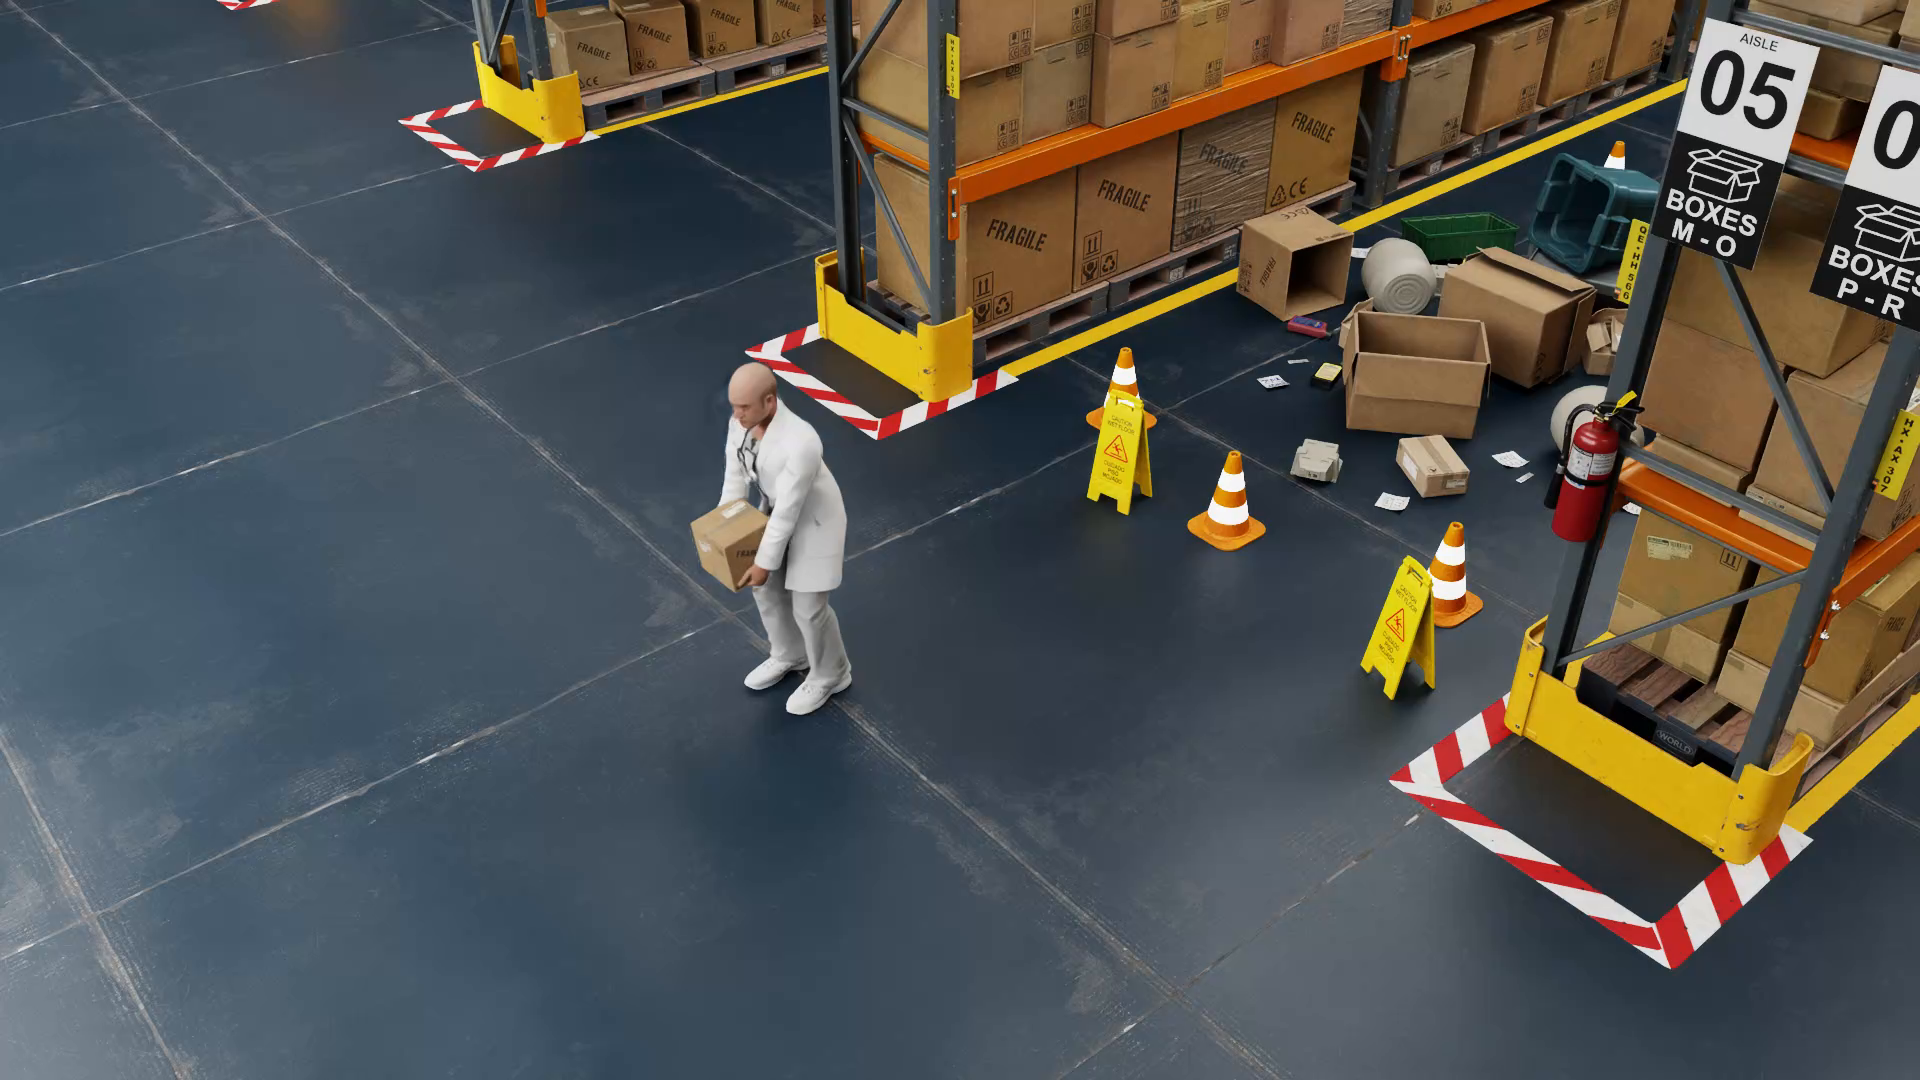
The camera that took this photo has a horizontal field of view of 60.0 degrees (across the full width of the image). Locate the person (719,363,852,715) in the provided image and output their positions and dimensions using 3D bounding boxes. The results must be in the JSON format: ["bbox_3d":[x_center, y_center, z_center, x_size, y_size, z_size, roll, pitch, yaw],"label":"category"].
[{"bbox_3d":[-0.783,-0.019,7.156,0.600,1.743,0.534,-27,43,-32],"label":"person"}]
